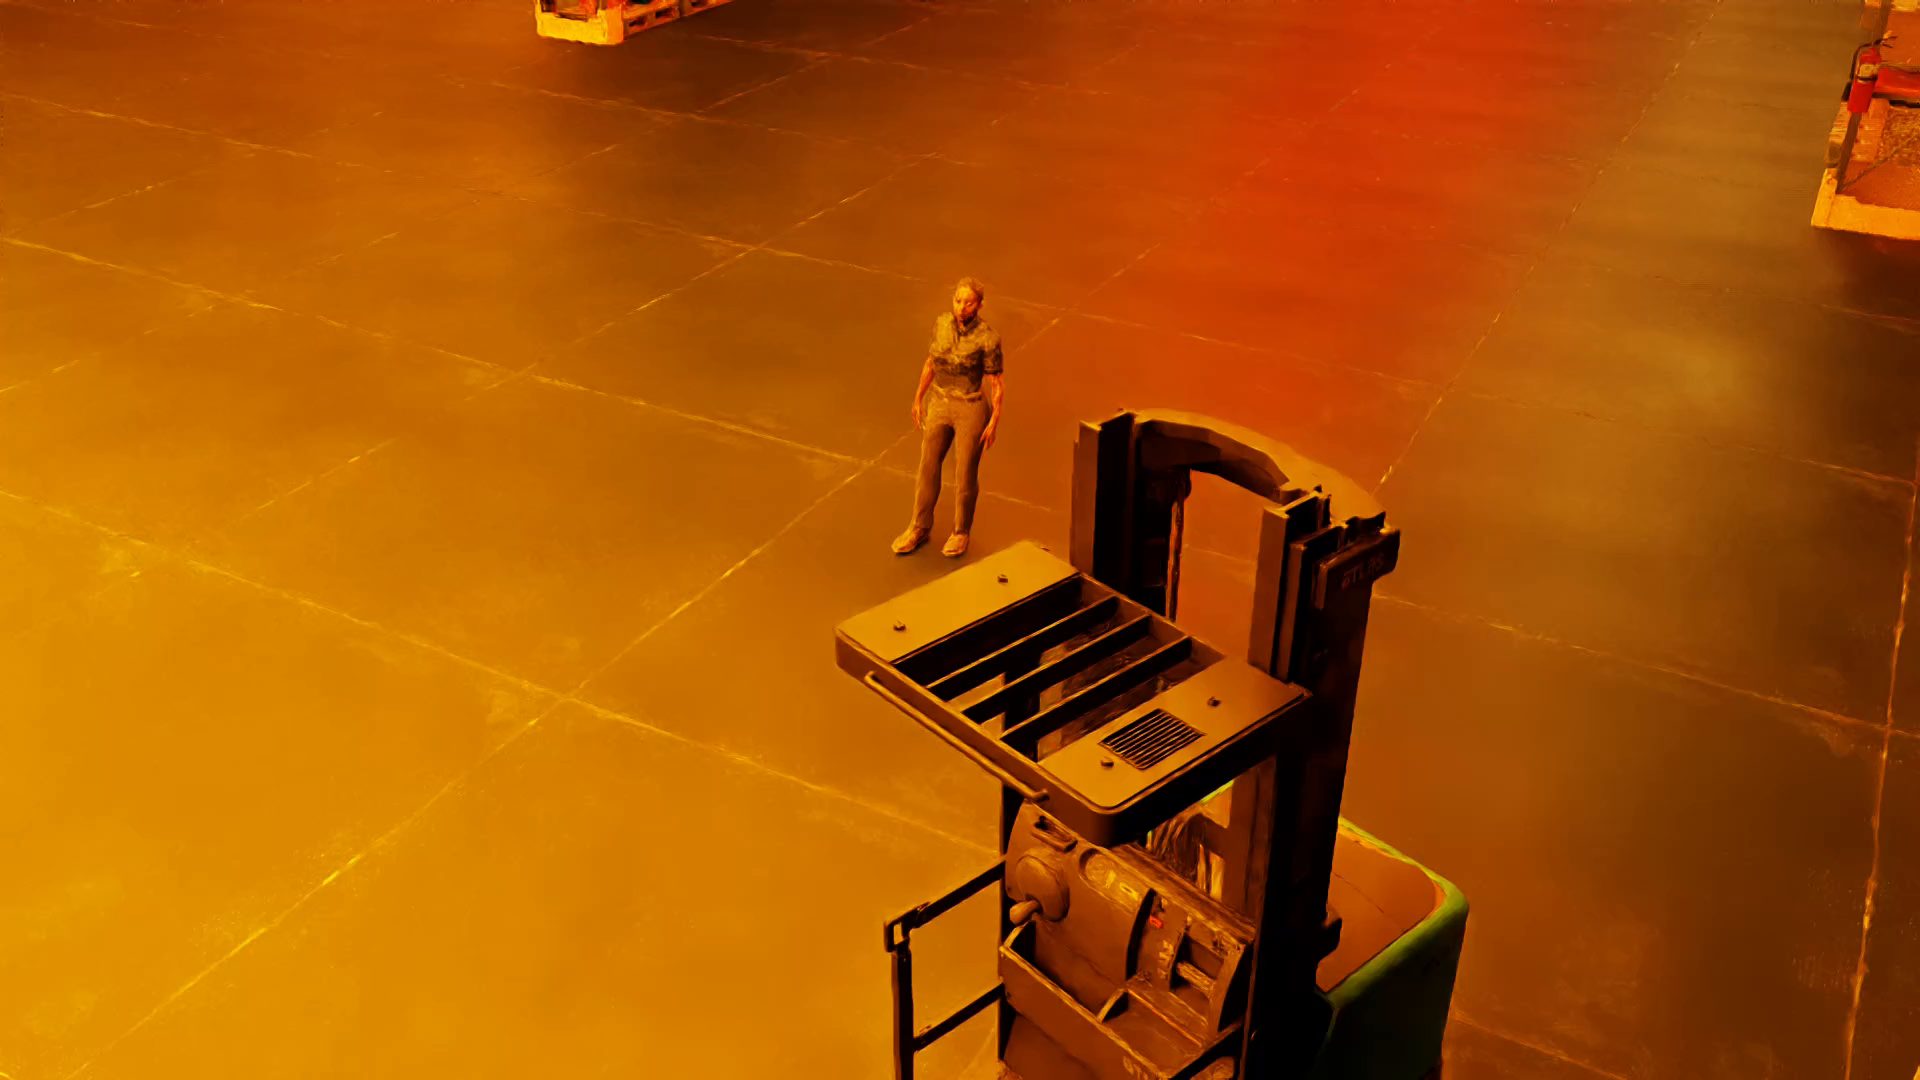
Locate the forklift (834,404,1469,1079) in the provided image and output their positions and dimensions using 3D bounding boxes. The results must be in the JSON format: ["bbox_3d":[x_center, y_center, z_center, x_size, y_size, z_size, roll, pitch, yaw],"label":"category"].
[{"bbox_3d":[0.336,1.184,5.018,3.031,2.935,1.130,-24,37,-35],"label":"forklift"}]

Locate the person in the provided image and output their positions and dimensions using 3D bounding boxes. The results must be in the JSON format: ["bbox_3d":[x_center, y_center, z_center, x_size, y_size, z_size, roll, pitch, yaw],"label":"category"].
[{"bbox_3d":[-0.060,-0.689,9.528,0.570,1.654,0.503,15,33,25],"label":"person"}]
